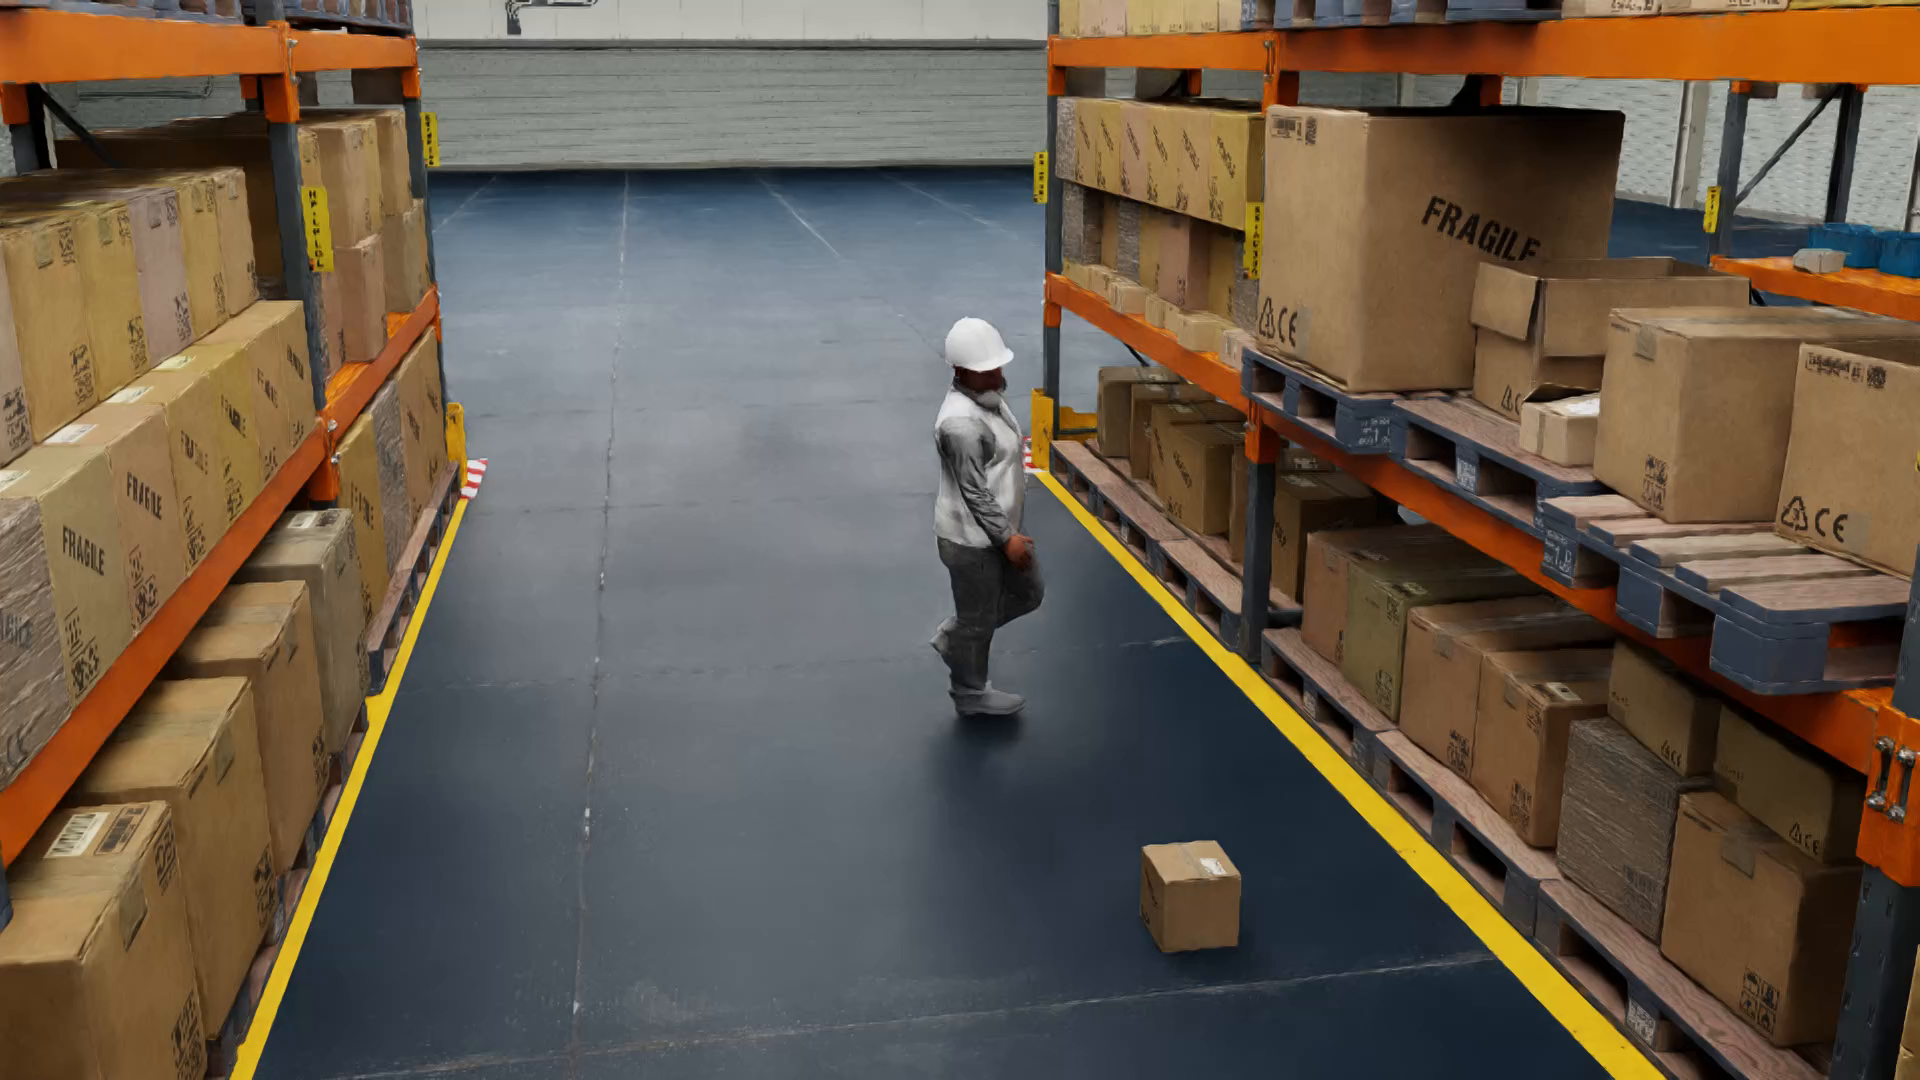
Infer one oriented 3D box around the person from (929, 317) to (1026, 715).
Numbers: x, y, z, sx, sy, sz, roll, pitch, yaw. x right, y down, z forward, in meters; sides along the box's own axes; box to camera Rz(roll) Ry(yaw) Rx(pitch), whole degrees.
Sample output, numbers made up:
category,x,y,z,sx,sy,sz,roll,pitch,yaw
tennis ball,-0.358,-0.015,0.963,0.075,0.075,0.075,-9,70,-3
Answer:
category,x,y,z,sx,sy,sz,roll,pitch,yaw
person,4.640,-2.190,6.761,9.213,5.793,10.958,3,17,11
